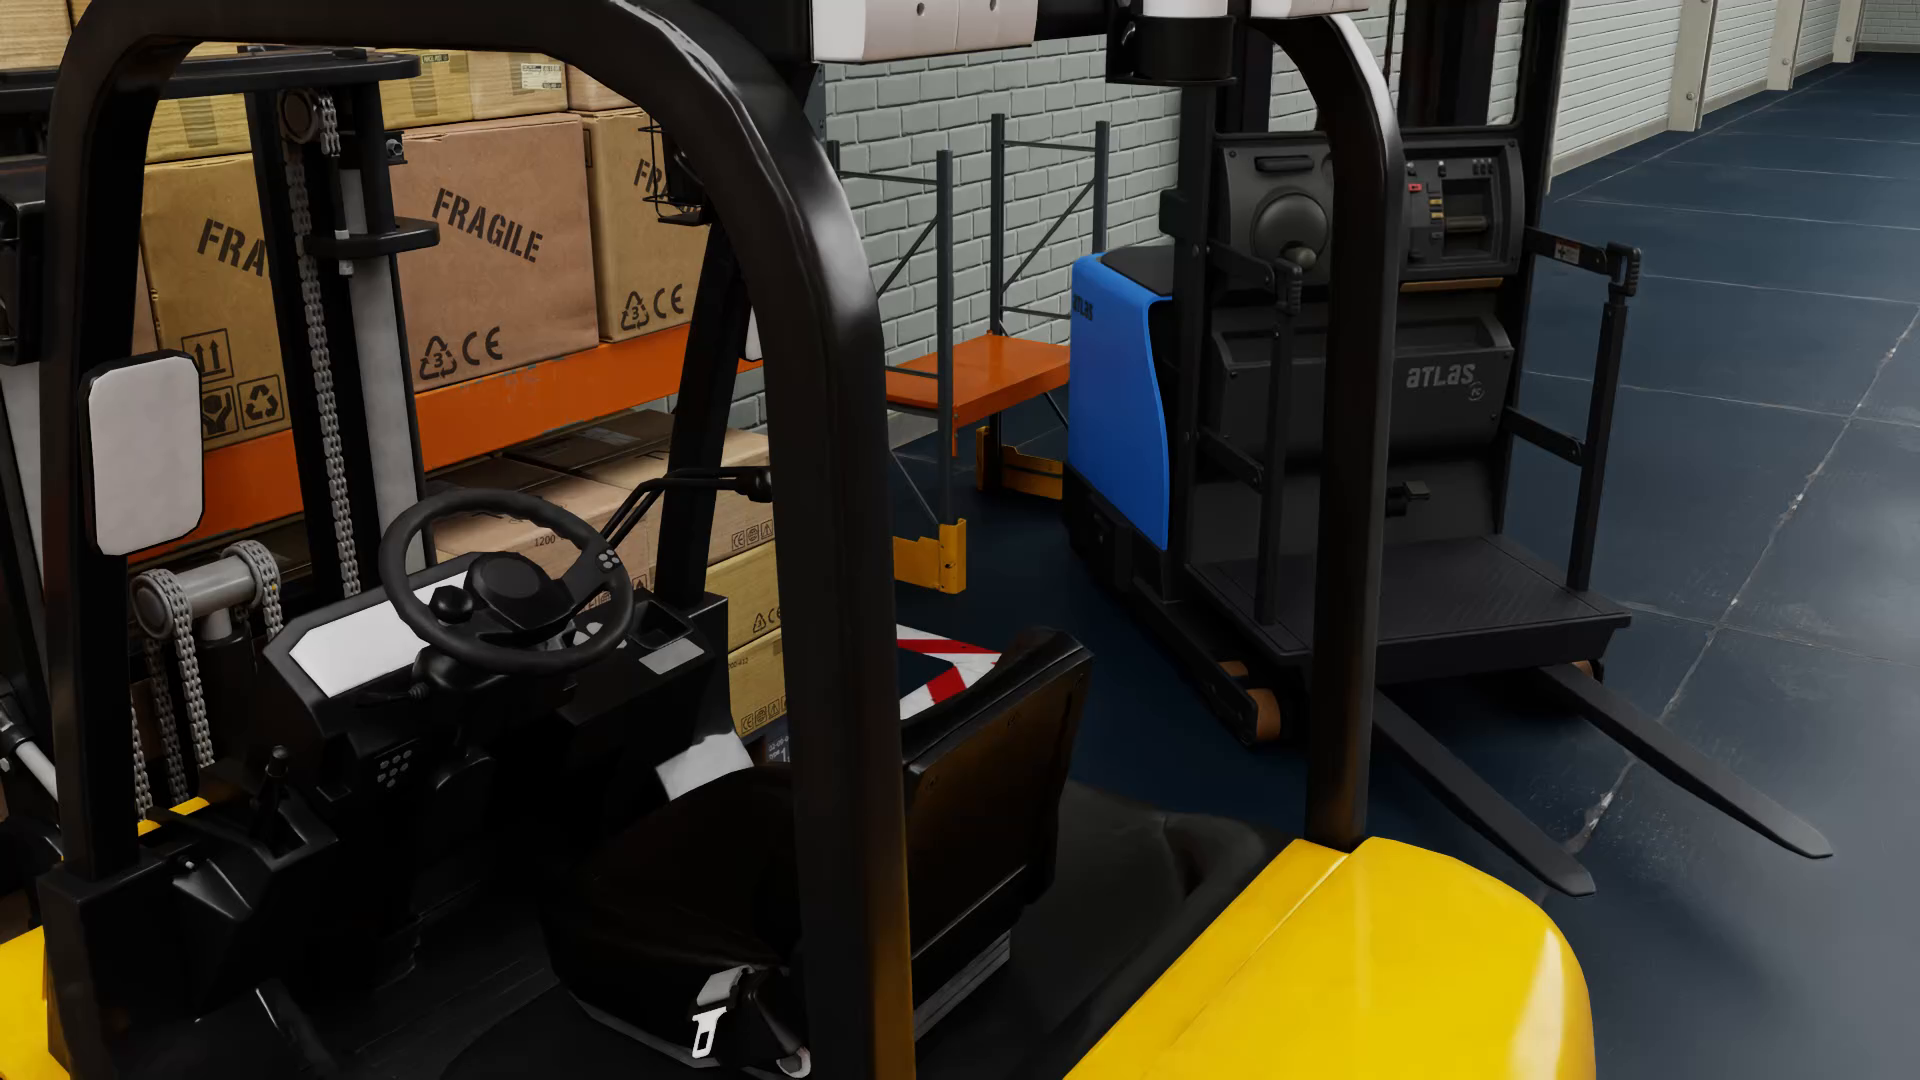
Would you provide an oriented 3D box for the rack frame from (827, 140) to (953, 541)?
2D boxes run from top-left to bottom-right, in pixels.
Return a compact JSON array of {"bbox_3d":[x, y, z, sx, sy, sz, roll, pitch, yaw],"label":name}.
[{"bbox_3d":[-0.238,-0.582,5.677,0.500,1.500,0.032,13,24,32],"label":"rack frame"}]

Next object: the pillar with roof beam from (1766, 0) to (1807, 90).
[{"bbox_3d":[15.135,-9.769,19.704,9.100,9.000,0.400,13,24,32],"label":"pillar with roof beam"}]

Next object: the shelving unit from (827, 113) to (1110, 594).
[{"bbox_3d":[0.043,-0.725,6.064,0.587,1.500,1.083,13,24,32],"label":"shelving unit"}]

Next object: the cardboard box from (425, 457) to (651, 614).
[{"bbox_3d":[-1.064,0.031,3.773,0.500,0.250,0.500,14,24,33],"label":"cardboard box"}]

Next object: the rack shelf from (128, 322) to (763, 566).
[{"bbox_3d":[-1.905,-0.022,3.037,1.077,0.370,4.000,13,24,32],"label":"rack shelf"}]

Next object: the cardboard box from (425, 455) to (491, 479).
[{"bbox_3d":[-1.485,-0.064,4.032,0.500,0.250,0.500,13,24,32],"label":"cardboard box"}]

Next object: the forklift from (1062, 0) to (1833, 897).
[{"bbox_3d":[1.251,-0.941,4.585,1.130,2.935,3.031,-5,21,-14],"label":"forklift"}]

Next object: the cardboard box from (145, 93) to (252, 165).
[{"bbox_3d":[-1.445,-0.757,2.909,0.380,0.149,0.250,13,24,32],"label":"cardboard box"}]

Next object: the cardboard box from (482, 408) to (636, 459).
[{"bbox_3d":[-1.207,-0.208,4.421,0.500,0.250,0.500,13,24,31],"label":"cardboard box"}]

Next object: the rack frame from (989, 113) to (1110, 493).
[{"bbox_3d":[0.334,-0.874,6.465,0.500,1.500,0.032,13,24,32],"label":"rack frame"}]

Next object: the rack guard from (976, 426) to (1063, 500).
[{"bbox_3d":[0.323,-0.282,6.667,0.587,0.250,0.087,13,24,32],"label":"rack guard"}]

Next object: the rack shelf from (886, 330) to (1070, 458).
[{"bbox_3d":[0.048,-0.559,6.133,0.538,0.185,1.000,13,24,32],"label":"rack shelf"}]

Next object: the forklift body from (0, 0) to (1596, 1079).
[{"bbox_3d":[-0.338,0.365,2.178,2.313,2.155,1.214,13,24,32],"label":"forklift body"}]

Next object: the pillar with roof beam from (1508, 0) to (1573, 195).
[{"bbox_3d":[8.389,-6.326,10.396,9.100,9.000,0.400,13,24,32],"label":"pillar with roof beam"}]

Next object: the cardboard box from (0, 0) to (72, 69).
[{"bbox_3d":[-1.665,-0.838,2.700,0.380,0.149,0.250,14,24,33],"label":"cardboard box"}]

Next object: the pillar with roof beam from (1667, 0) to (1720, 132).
[{"bbox_3d":[11.762,-8.048,15.050,9.100,9.000,0.400,13,24,32],"label":"pillar with roof beam"}]

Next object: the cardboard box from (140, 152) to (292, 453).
[{"bbox_3d":[-1.427,-0.493,3.131,0.500,0.500,0.500,13,24,31],"label":"cardboard box"}]

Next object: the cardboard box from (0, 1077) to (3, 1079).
[{"bbox_3d":[-1.935,0.934,2.774,0.500,0.250,0.500,14,24,33],"label":"cardboard box"}]

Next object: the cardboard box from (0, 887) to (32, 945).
[{"bbox_3d":[-1.644,0.563,3.058,0.500,0.250,0.500,13,24,32],"label":"cardboard box"}]

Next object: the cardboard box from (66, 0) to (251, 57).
[{"bbox_3d":[-1.442,-0.894,2.850,0.380,0.149,0.250,14,24,33],"label":"cardboard box"}]

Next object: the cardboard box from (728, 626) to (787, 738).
[{"bbox_3d":[-0.783,0.356,4.337,0.500,0.250,0.500,13,24,32],"label":"cardboard box"}]

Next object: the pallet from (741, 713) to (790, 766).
[{"bbox_3d":[-1.176,0.602,4.332,1.003,0.211,1.213,13,24,32],"label":"pallet"}]

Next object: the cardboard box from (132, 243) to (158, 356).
[{"bbox_3d":[-1.701,-0.347,2.735,0.500,0.500,0.500,13,24,32],"label":"cardboard box"}]

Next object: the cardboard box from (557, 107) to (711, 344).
[{"bbox_3d":[-0.840,-0.787,3.926,0.500,0.500,0.500,13,24,31],"label":"cardboard box"}]

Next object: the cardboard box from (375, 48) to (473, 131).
[{"bbox_3d":[-1.208,-0.919,3.348,0.380,0.149,0.250,13,24,31],"label":"cardboard box"}]

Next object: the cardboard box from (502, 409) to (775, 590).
[{"bbox_3d":[-0.781,-0.116,4.173,0.500,0.250,0.500,14,25,34],"label":"cardboard box"}]

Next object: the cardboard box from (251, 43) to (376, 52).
[{"bbox_3d":[-1.301,-0.969,3.054,0.380,0.149,0.250,14,24,33],"label":"cardboard box"}]

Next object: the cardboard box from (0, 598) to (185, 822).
[{"bbox_3d":[-1.630,0.322,2.988,0.500,0.250,0.500,13,24,31],"label":"cardboard box"}]

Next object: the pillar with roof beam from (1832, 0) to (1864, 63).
[{"bbox_3d":[18.507,-11.491,24.358,9.100,9.000,0.400,13,24,32],"label":"pillar with roof beam"}]

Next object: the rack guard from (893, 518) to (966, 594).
[{"bbox_3d":[-0.237,0.004,5.894,0.587,0.250,0.087,13,24,32],"label":"rack guard"}]

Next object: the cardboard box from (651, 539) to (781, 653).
[{"bbox_3d":[-0.796,0.126,4.239,0.500,0.250,0.500,13,24,31],"label":"cardboard box"}]

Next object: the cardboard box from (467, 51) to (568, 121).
[{"bbox_3d":[-1.059,-0.988,3.534,0.380,0.149,0.250,14,24,33],"label":"cardboard box"}]

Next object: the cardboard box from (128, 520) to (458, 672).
[{"bbox_3d":[-1.339,0.178,3.377,0.500,0.250,0.500,14,24,32],"label":"cardboard box"}]

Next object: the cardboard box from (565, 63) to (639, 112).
[{"bbox_3d":[-0.863,-1.051,3.703,0.380,0.149,0.250,14,24,33],"label":"cardboard box"}]

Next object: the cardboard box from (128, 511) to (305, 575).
[{"bbox_3d":[-1.775,0.077,3.649,0.500,0.250,0.500,13,24,31],"label":"cardboard box"}]

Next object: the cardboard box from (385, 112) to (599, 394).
[{"bbox_3d":[-1.139,-0.640,3.528,0.500,0.500,0.500,14,25,33],"label":"cardboard box"}]

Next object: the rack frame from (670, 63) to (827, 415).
[{"bbox_3d":[-0.781,-0.933,4.464,1.000,3.000,0.127,13,24,32],"label":"rack frame"}]
